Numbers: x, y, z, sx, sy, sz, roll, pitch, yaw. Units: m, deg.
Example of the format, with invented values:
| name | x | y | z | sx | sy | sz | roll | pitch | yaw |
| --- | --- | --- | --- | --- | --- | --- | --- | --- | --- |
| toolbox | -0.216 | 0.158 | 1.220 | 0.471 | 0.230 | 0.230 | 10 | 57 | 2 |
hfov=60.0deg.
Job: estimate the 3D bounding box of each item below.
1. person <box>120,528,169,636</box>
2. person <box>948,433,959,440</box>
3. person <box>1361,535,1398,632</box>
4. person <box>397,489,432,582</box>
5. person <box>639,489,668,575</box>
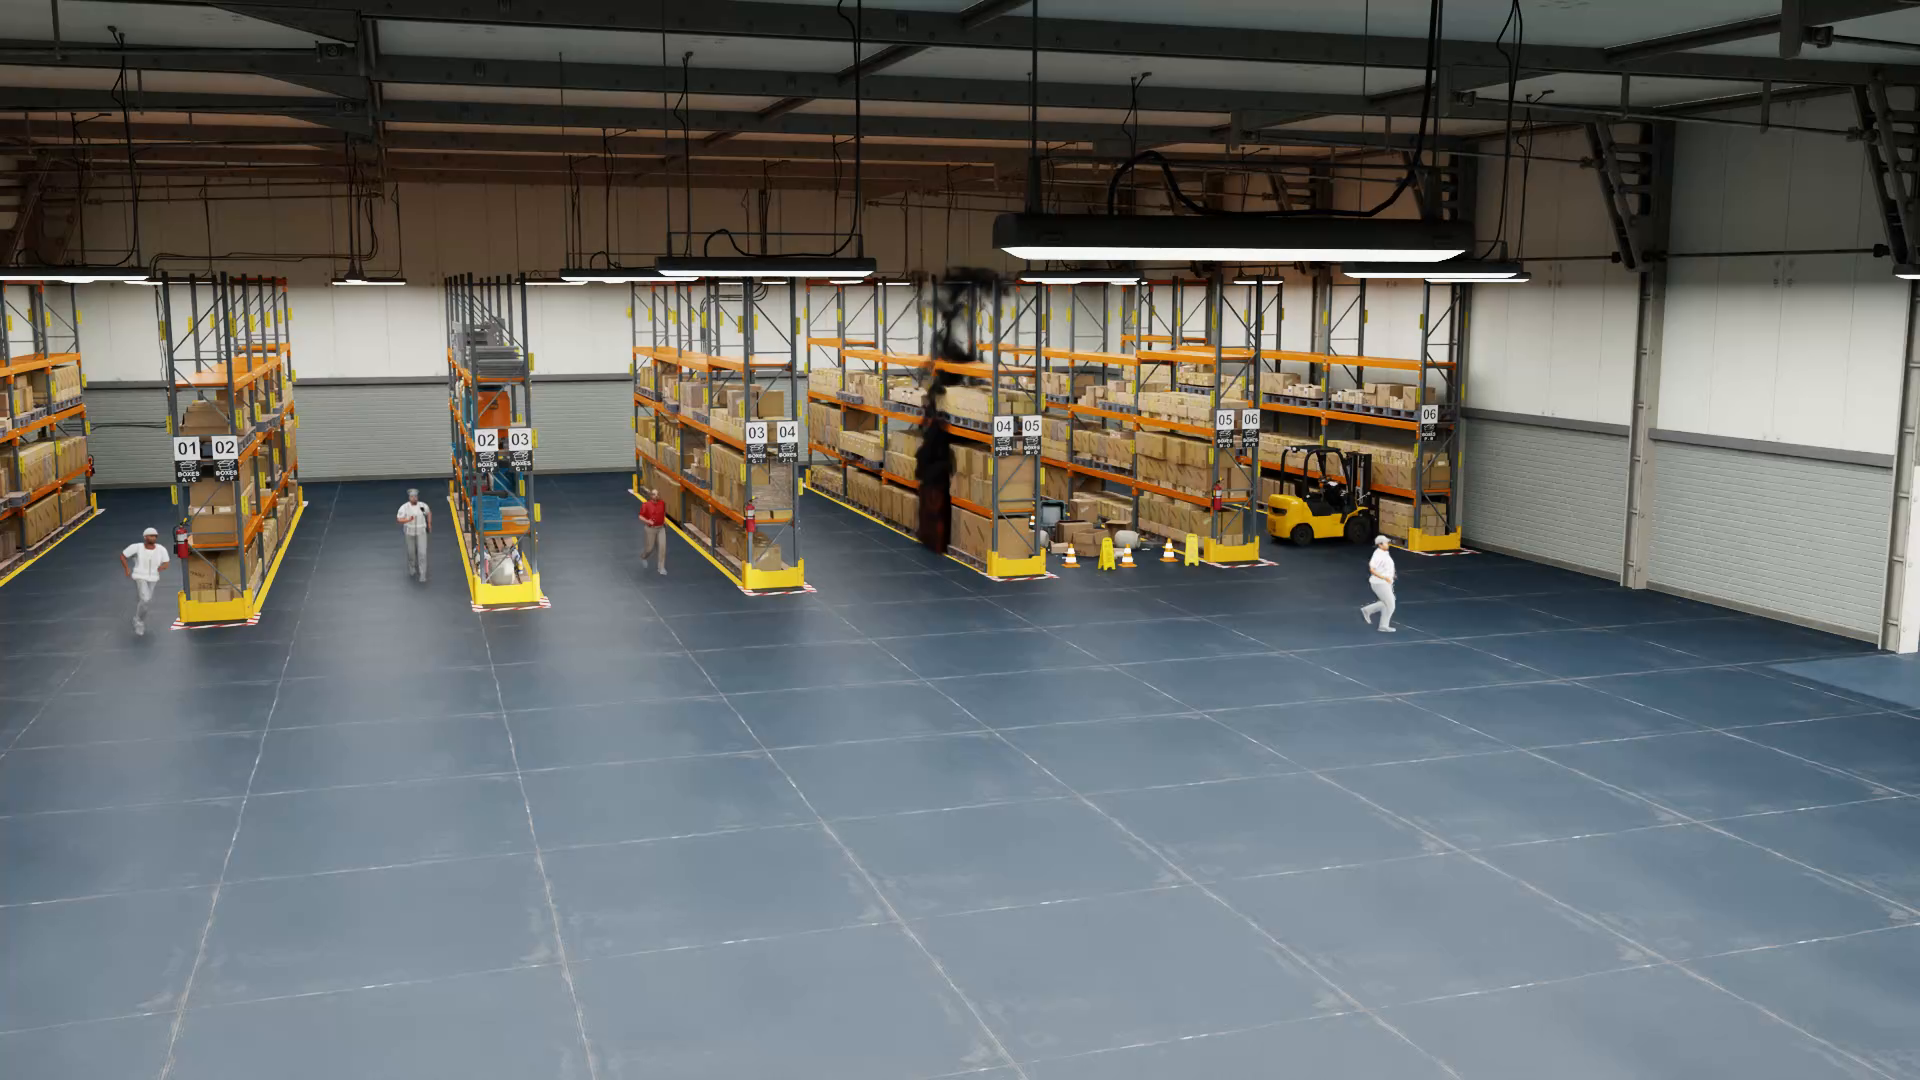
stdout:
| name | x | y | z | sx | sy | sz | roll | pitch | yaw |
| --- | --- | --- | --- | --- | --- | --- | --- | --- | --- |
| person | -13.632 | 0.678 | 27.911 | 0.720 | 1.777 | 0.701 | 7 | 11 | 40 |
| person | -0.191 | -2.855 | 51.124 | 0.722 | 1.804 | 0.661 | -2 | 9 | -13 |
| person | 7.056 | 0.725 | 27.933 | 0.602 | 1.617 | 0.609 | 4 | 10 | 27 |
| person | -10.777 | -0.126 | 32.914 | 0.656 | 1.783 | 0.964 | -3 | 9 | -19 |
| person | -6.207 | -0.192 | 33.686 | 0.647 | 1.717 | 0.943 | -6 | 10 | -32 |
